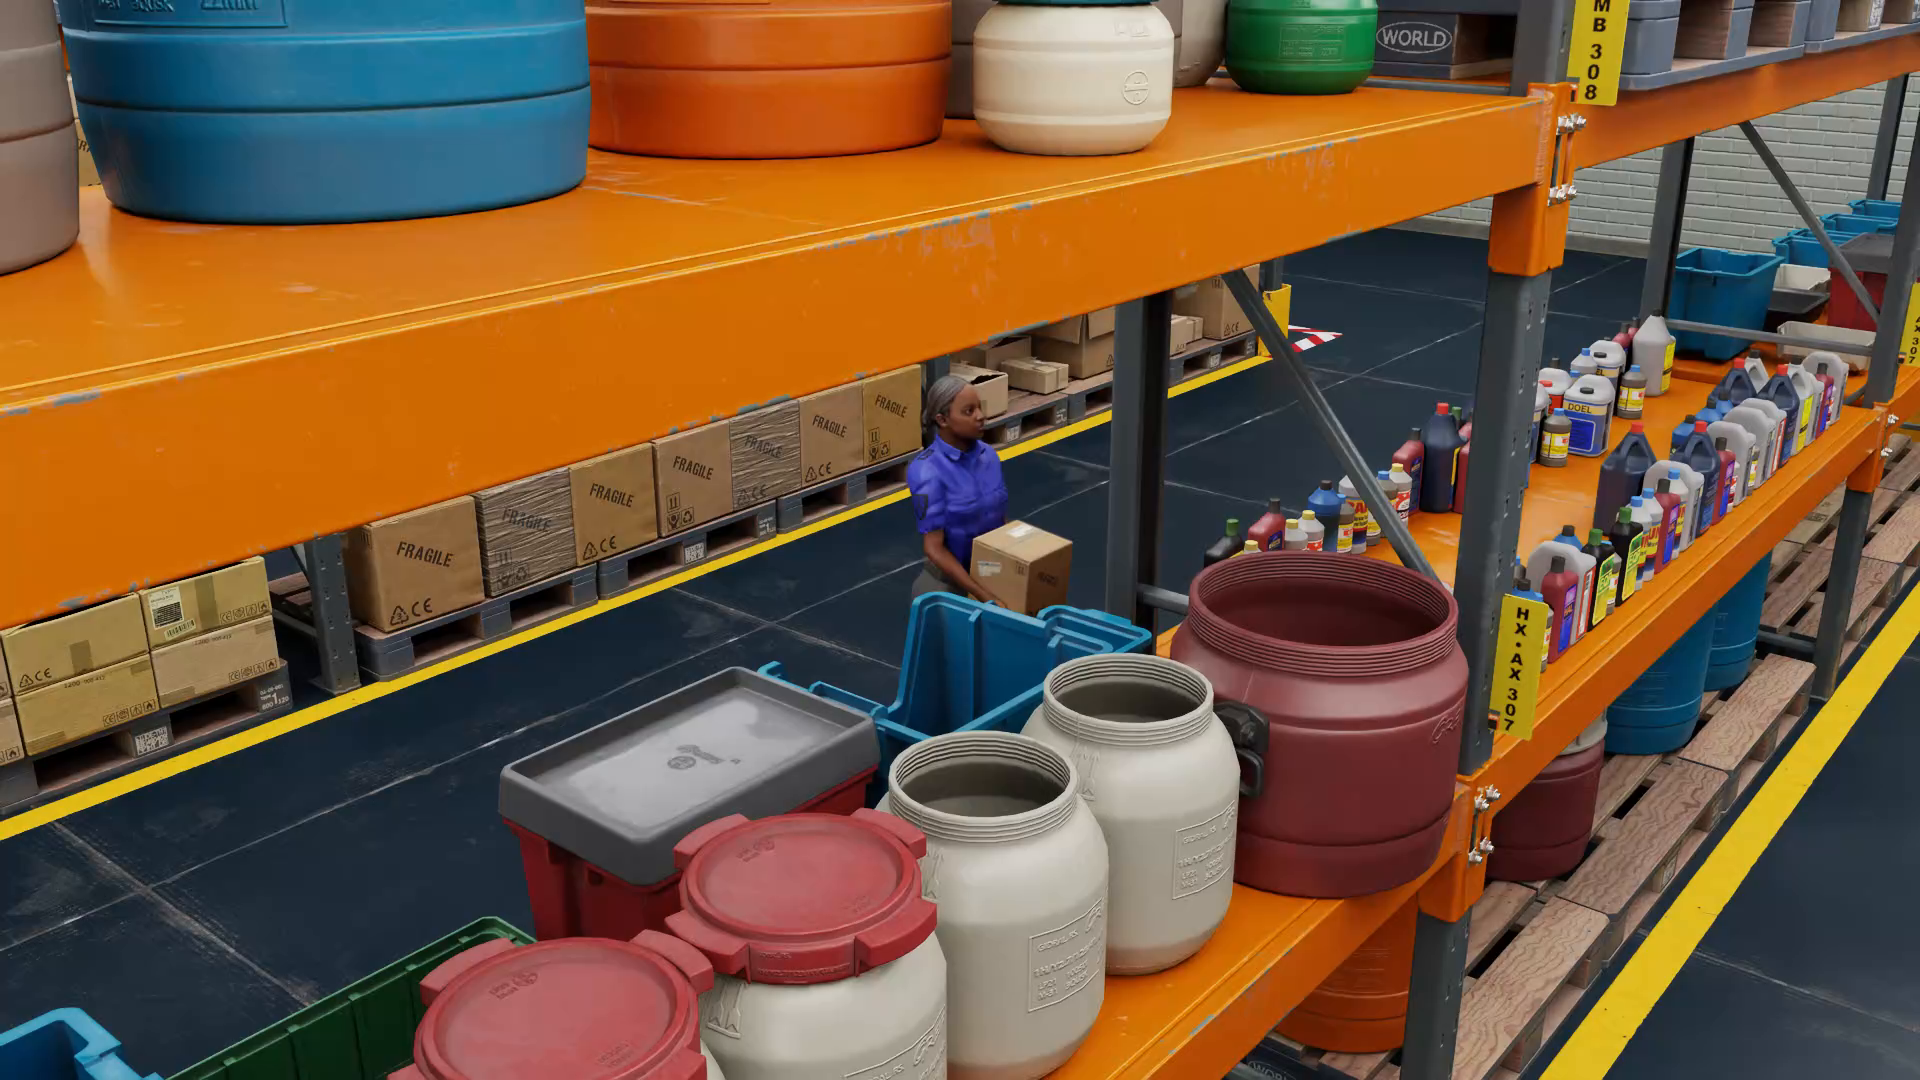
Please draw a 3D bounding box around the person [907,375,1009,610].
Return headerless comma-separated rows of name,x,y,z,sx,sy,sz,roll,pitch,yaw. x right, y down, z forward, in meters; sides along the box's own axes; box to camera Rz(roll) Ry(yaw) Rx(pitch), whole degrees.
person,0.069,0.238,5.955,0.516,1.645,0.449,16,26,37
